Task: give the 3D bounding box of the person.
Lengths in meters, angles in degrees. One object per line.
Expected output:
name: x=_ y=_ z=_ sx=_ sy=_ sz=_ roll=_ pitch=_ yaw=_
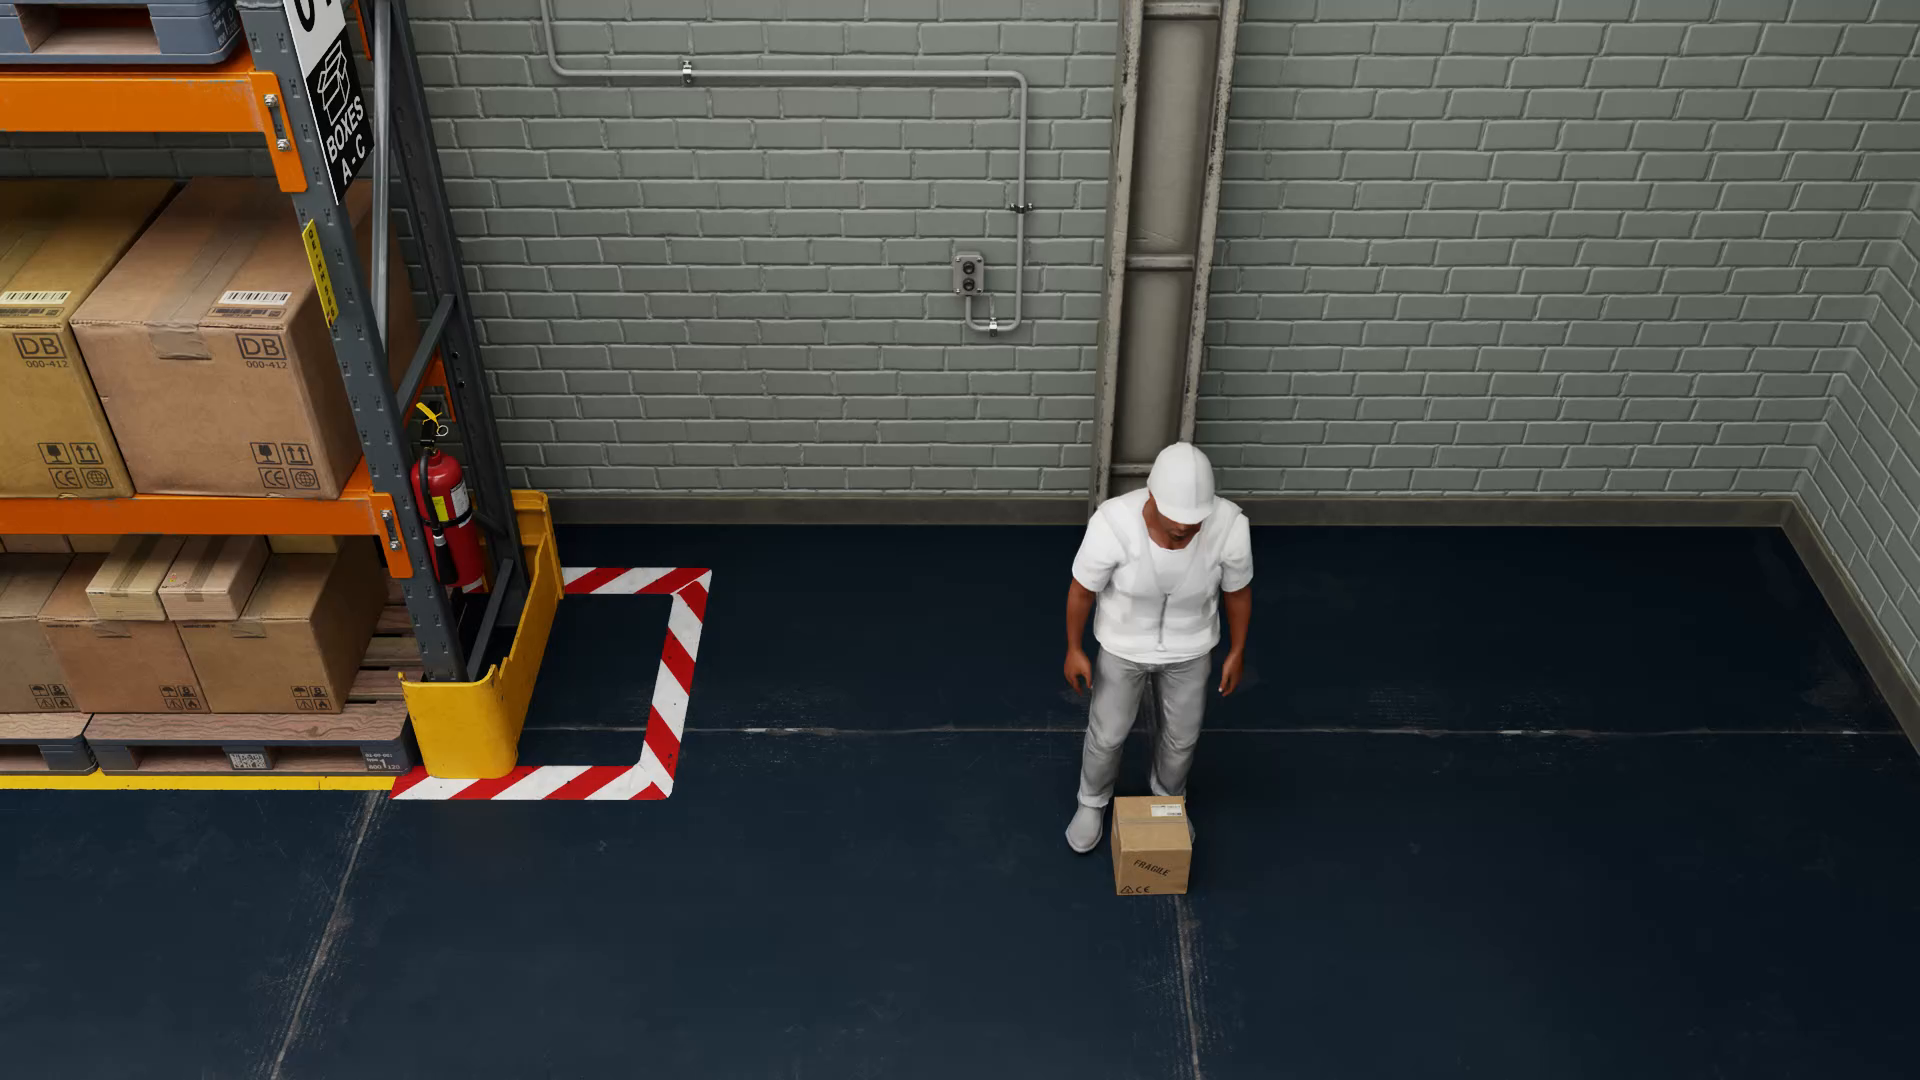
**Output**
person: x=0.669 y=0.099 z=5.464 sx=0.627 sy=1.057 sz=0.456 roll=0 pitch=39 yaw=0
